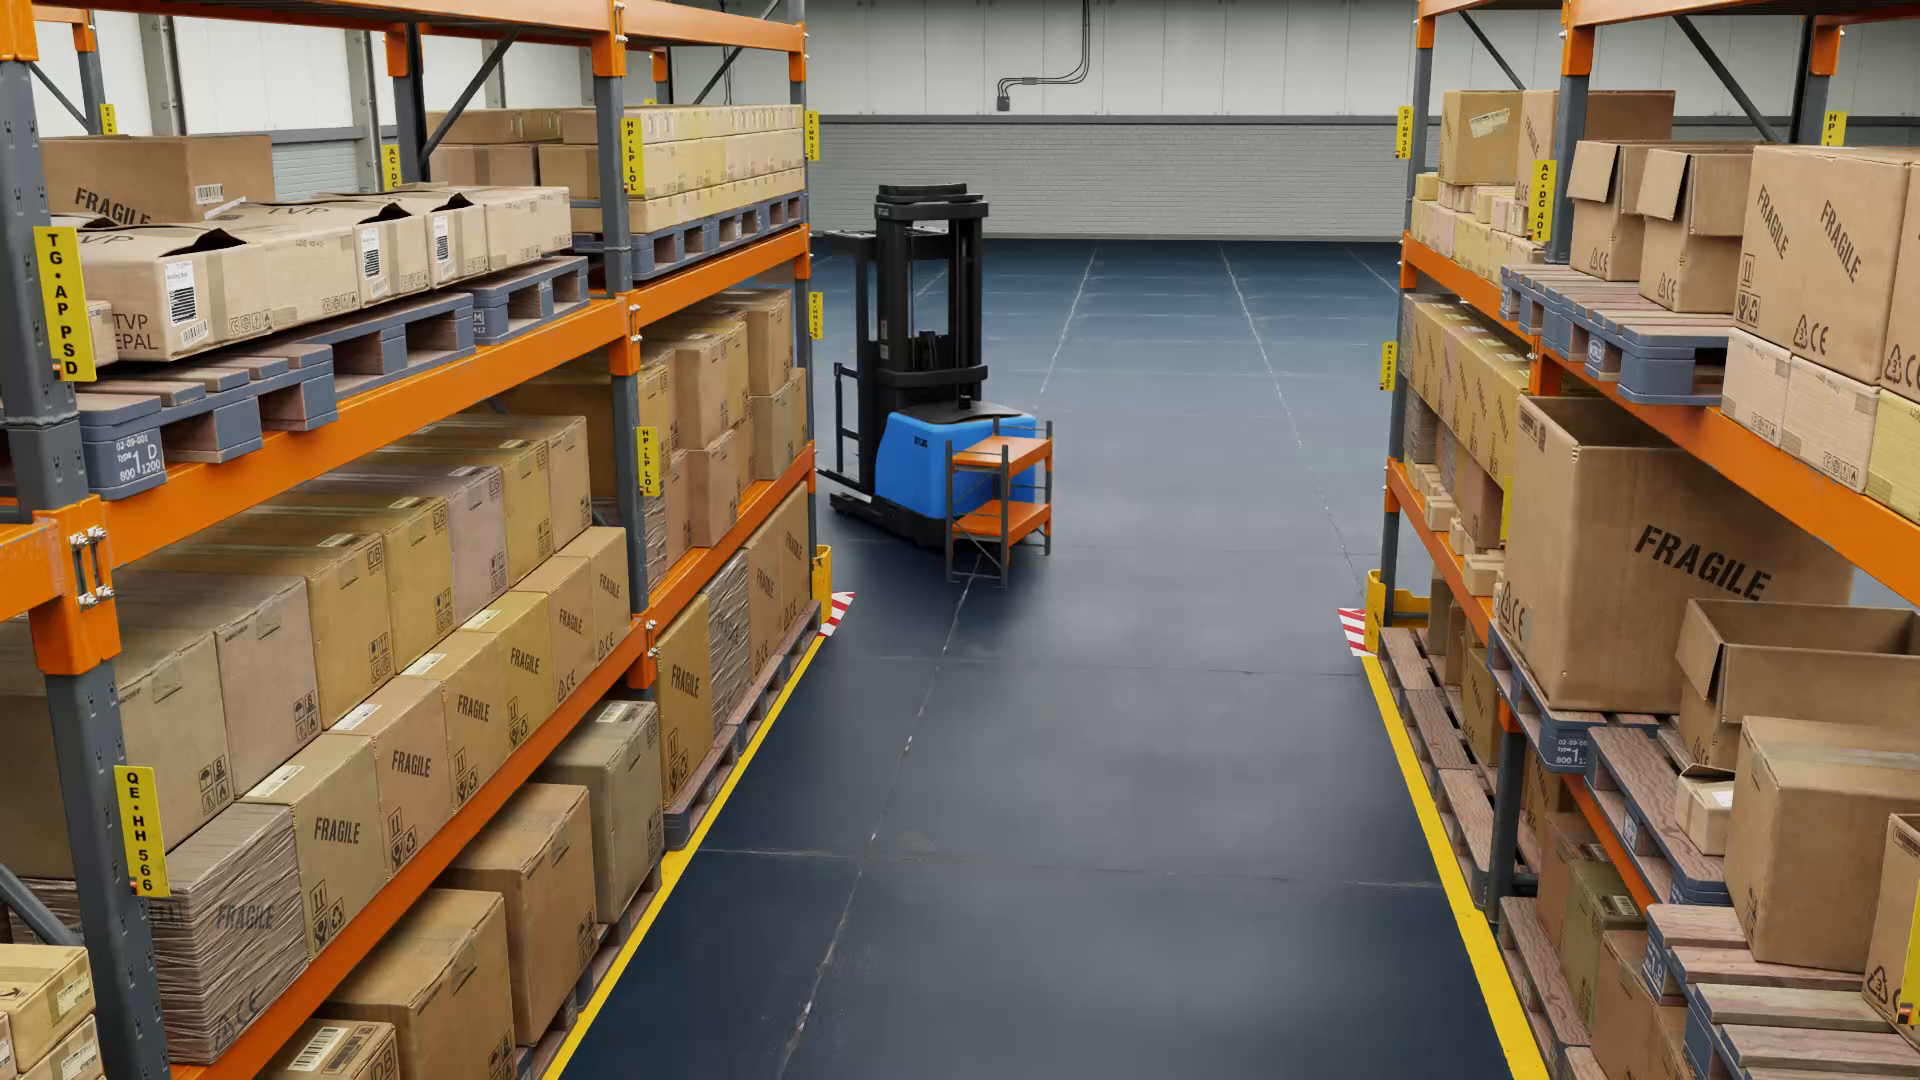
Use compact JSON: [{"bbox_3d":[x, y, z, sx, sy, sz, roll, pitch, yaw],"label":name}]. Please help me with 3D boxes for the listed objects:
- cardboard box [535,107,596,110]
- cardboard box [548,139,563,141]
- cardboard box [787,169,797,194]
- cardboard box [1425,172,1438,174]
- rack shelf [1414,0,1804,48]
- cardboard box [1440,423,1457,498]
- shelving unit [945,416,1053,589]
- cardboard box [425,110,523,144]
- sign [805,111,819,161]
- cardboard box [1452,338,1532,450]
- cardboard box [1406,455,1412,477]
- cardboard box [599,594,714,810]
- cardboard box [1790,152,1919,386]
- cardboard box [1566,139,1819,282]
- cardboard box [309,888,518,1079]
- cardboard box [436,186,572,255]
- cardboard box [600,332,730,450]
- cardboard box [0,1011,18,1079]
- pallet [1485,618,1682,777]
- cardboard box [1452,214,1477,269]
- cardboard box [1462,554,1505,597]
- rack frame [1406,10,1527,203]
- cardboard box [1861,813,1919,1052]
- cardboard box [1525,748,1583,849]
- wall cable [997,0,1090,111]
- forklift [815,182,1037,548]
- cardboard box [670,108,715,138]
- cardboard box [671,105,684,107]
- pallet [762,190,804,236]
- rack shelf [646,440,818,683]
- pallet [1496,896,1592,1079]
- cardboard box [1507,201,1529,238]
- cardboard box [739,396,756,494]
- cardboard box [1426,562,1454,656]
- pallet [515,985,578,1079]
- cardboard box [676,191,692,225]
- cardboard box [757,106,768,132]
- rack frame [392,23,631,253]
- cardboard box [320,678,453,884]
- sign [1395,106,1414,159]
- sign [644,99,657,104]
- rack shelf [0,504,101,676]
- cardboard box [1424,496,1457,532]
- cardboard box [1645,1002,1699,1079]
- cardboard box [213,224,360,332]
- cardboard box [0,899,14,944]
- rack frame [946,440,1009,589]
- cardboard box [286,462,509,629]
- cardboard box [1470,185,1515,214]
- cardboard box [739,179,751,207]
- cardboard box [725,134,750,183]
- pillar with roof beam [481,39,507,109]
[{"bbox_3d":[-2.117,-2.248,8.941,0.380,0.149,0.250,2,15,6],"label":"cardboard box"},{"bbox_3d":[-2.127,-1.891,8.382,0.500,0.250,0.500,2,15,6],"label":"cardboard box"},{"bbox_3d":[-1.263,-2.308,10.688,0.380,0.149,0.250,2,15,7],"label":"cardboard box"},{"bbox_3d":[3.123,-2.223,10.412,0.380,0.149,0.250,2,15,6],"label":"cardboard box"},{"bbox_3d":[3.158,-2.748,8.468,1.077,0.370,4.000,2,15,6],"label":"rack shelf"},{"bbox_3d":[3.258,-0.508,9.531,0.875,0.500,0.500,2,15,6],"label":"cardboard box"},{"bbox_3d":[0.319,-0.317,13.178,0.538,1.125,1.048,6,16,21],"label":"shelving unit"},{"bbox_3d":[-2.260,-1.921,7.731,0.380,0.149,0.250,2,15,6],"label":"cardboard box"},{"bbox_3d":[-0.996,-2.709,11.143,0.100,0.325,0.005,2,15,6],"label":"sign"},{"bbox_3d":[2.822,-0.740,8.477,0.500,0.500,0.500,2,15,6],"label":"cardboard box"},{"bbox_3d":[3.067,-0.467,10.623,0.380,0.149,0.250,2,15,6],"label":"cardboard box"},{"bbox_3d":[-1.844,0.808,8.694,0.875,0.875,0.875,2,15,7],"label":"cardboard box"},{"bbox_3d":[2.333,-0.646,3.910,0.500,0.500,0.500,2,15,6],"label":"cardboard box"},{"bbox_3d":[2.781,-1.263,6.339,0.797,0.503,0.637,1,15,3],"label":"cardboard box"},{"bbox_3d":[-2.182,1.685,5.691,1.050,0.750,0.750,2,15,7],"label":"cardboard box"},{"bbox_3d":[-1.905,-1.293,6.741,0.500,0.250,0.500,2,15,7],"label":"cardboard box"},{"bbox_3d":[-1.765,-0.824,9.108,0.875,0.550,0.550,2,15,6],"label":"cardboard box"},{"bbox_3d":[-2.066,1.020,3.179,0.380,0.149,0.250,2,15,6],"label":"cardboard box"},{"bbox_3d":[2.702,0.605,6.546,1.003,0.211,1.213,2,15,6],"label":"pallet"},{"bbox_3d":[2.907,-1.580,8.799,0.500,0.250,0.500,2,15,8],"label":"cardboard box"},{"bbox_3d":[2.708,0.179,8.233,0.380,0.149,0.250,2,15,6],"label":"cardboard box"},{"bbox_3d":[3.384,-3.615,10.292,1.000,3.000,0.127,2,15,6],"label":"rack frame"},{"bbox_3d":[2.502,0.964,3.856,0.500,0.500,0.500,0,15,-1],"label":"cardboard box"},{"bbox_3d":[3.017,1.220,7.889,0.500,0.500,0.500,1,15,5],"label":"cardboard box"},{"bbox_3d":[2.093,-13.762,41.302,2.305,6.003,0.169,2,15,6],"label":"wall cable"},{"bbox_3d":[-0.524,-1.687,14.784,1.130,2.935,3.031,-9,17,-29],"label":"forklift"},{"bbox_3d":[-1.493,-2.166,8.635,0.380,0.149,0.250,2,15,7],"label":"cardboard box"},{"bbox_3d":[-1.945,-2.646,10.410,0.380,0.149,0.250,1,15,5],"label":"cardboard box"},{"bbox_3d":[-1.607,-2.104,10.620,1.003,0.211,1.213,2,15,6],"label":"pallet"},{"bbox_3d":[-1.759,-0.025,9.888,1.077,0.370,4.000,2,15,6],"label":"rack shelf"},{"bbox_3d":[2.846,1.866,6.855,1.003,0.211,1.213,2,15,6],"label":"pallet"},{"bbox_3d":[2.745,-1.477,7.654,0.380,0.149,0.250,1,15,3],"label":"cardboard box"},{"bbox_3d":[-1.758,-0.581,10.278,0.875,0.550,0.550,2,15,6],"label":"cardboard box"},{"bbox_3d":[3.297,0.446,10.749,0.500,0.500,0.500,5,16,17],"label":"cardboard box"},{"bbox_3d":[-2.132,2.012,6.318,1.003,0.211,1.213,2,15,6],"label":"pallet"},{"bbox_3d":[-1.549,-1.648,8.249,0.380,0.149,0.250,2,15,6],"label":"cardboard box"},{"bbox_3d":[-1.350,-2.494,9.848,0.380,0.149,0.250,2,15,6],"label":"cardboard box"},{"bbox_3d":[-1.985,-2.750,7.093,1.000,3.000,0.127,2,15,6],"label":"rack frame"},{"bbox_3d":[-2.005,0.764,5.399,0.500,0.500,0.500,2,15,6],"label":"cardboard box"},{"bbox_3d":[2.845,-2.605,10.628,0.100,0.325,0.005,2,15,6],"label":"sign"},{"bbox_3d":[-2.084,-2.818,11.263,0.100,0.325,0.005,2,15,6],"label":"sign"},{"bbox_3d":[-2.662,0.601,1.823,1.077,0.370,4.000,2,15,6],"label":"rack shelf"},{"bbox_3d":[2.849,-0.145,9.432,0.380,0.149,0.250,2,15,6],"label":"cardboard box"},{"bbox_3d":[2.644,1.884,5.393,0.700,0.500,0.500,3,15,11],"label":"cardboard box"},{"bbox_3d":[-2.079,-0.754,4.750,0.500,0.250,0.500,2,15,8],"label":"cardboard box"},{"bbox_3d":[-2.652,1.010,4.487,0.500,0.500,0.500,2,15,6],"label":"cardboard box"},{"bbox_3d":[0.128,-0.194,12.723,0.500,1.125,0.032,6,16,21],"label":"rack frame"},{"bbox_3d":[-2.148,0.009,6.277,0.700,0.500,0.500,2,15,7],"label":"cardboard box"},{"bbox_3d":[2.960,-1.820,8.924,0.380,0.149,0.250,2,15,6],"label":"cardboard box"},{"bbox_3d":[-1.407,-1.977,9.467,0.380,0.149,0.250,2,15,7],"label":"cardboard box"},{"bbox_3d":[-1.483,-2.136,9.289,0.500,0.250,0.500,2,15,7],"label":"cardboard box"},{"bbox_3d":[-5.384,-9.996,33.890,9.100,9.000,0.400,2,15,6],"label":"pillar with roof beam"}]
